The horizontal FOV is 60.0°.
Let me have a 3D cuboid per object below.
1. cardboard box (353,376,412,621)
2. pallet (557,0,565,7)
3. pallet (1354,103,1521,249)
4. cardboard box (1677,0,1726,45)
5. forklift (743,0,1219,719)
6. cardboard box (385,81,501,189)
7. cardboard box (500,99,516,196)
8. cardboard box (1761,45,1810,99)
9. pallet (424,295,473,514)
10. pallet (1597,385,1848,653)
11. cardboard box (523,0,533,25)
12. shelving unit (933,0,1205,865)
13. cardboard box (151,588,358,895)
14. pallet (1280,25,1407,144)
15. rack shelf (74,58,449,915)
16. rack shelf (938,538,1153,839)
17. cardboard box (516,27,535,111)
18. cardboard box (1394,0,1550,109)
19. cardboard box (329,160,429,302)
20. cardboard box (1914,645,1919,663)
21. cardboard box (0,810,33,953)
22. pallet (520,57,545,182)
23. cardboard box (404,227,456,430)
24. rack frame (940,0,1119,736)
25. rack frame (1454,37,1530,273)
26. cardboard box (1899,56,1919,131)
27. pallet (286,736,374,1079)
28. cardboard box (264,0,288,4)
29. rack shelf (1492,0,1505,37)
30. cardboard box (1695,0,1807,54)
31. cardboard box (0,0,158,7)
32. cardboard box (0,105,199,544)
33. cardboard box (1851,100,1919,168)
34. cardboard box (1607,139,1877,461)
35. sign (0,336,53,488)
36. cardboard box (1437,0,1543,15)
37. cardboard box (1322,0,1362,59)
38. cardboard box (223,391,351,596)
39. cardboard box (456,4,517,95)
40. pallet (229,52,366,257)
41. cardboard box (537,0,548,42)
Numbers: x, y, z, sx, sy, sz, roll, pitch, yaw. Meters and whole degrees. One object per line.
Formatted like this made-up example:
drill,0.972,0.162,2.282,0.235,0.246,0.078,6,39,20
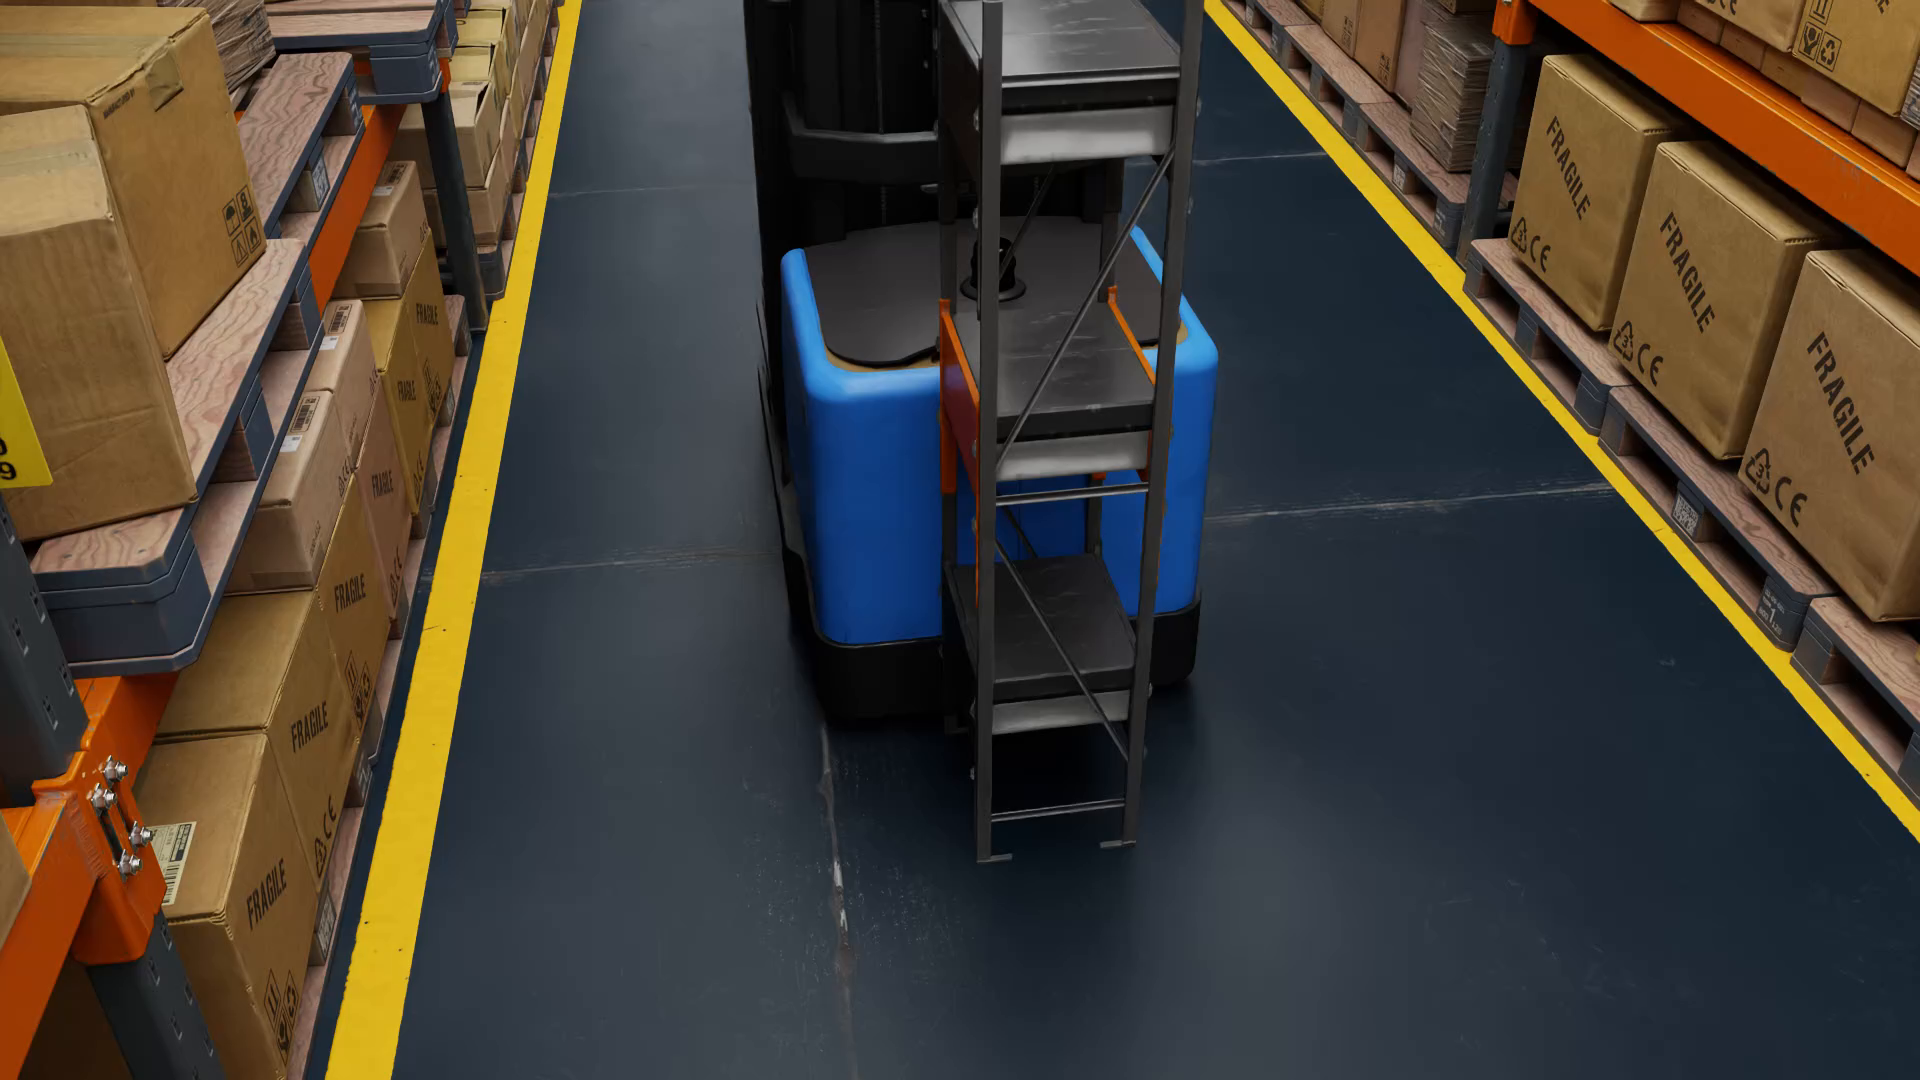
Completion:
cardboard box,-1.828,-0.098,4.559,0.500,0.500,0.500,-6,35,-8
pallet,-2.936,-3.561,10.288,1.003,0.211,1.213,-4,35,-6
pallet,2.472,-1.696,7.551,1.003,0.211,1.213,-4,35,-6
cardboard box,2.523,-1.688,5.269,0.380,0.149,0.250,-5,35,-7
forklift,-0.105,-1.557,4.931,1.130,2.935,3.031,-6,35,-8
cardboard box,-2.112,-1.618,6.531,0.500,0.311,0.500,-3,34,-5
cardboard box,-2.181,-1.667,7.101,0.500,0.250,0.500,-5,35,-8
cardboard box,2.591,-1.399,4.845,0.380,0.149,0.250,-4,34,-6
pallet,-2.270,-0.463,5.742,1.003,0.211,1.213,-4,35,-6
pallet,2.768,-0.135,5.260,1.003,0.211,1.213,-4,35,-6
cardboard box,-2.391,-2.763,8.211,0.500,0.311,0.500,-4,35,-7
shelving unit,0.196,-0.228,3.720,0.431,2.100,0.503,-6,35,-8
cardboard box,-1.701,0.464,3.735,0.500,0.500,0.500,-4,34,-6
pallet,2.311,-2.375,8.548,1.003,0.211,1.213,-4,35,-6
rack shelf,-2.064,-0.621,4.137,1.077,0.370,4.000,-4,35,-6
rack shelf,0.196,0.362,4.122,0.431,0.518,0.480,-6,35,-8
cardboard box,-2.325,-2.243,7.946,0.500,0.250,0.500,-4,34,-5
cardboard box,2.473,-2.255,7.724,0.700,0.500,0.500,-4,35,-6
cardboard box,-1.963,-0.958,5.155,0.500,0.250,0.500,-3,34,-5
cardboard box,2.897,0.182,3.855,0.750,0.750,0.750,-4,34,-6
cardboard box,-1.473,0.416,1.887,0.500,0.500,0.500,-4,34,-6
pallet,-2.566,-2.024,8.032,1.003,0.211,1.213,-4,35,-6
cardboard box,-1.974,-0.679,5.412,0.500,0.500,0.500,-3,34,-5
rack frame,0.155,-0.364,3.919,0.400,2.100,0.015,-6,35,-8
rack frame,2.575,-2.412,6.125,1.000,3.000,0.127,-4,35,-6
cardboard box,2.664,-1.156,3.911,0.500,0.500,0.500,-4,35,-6
pallet,-1.942,0.899,3.744,1.003,0.211,1.213,-4,35,-6
cardboard box,-2.136,-1.906,4.922,0.700,0.500,0.500,-16,37,-22
rack shelf,2.307,-3.231,7.966,1.077,0.370,4.000,-4,35,-6
cardboard box,2.514,-1.724,4.745,0.500,0.500,0.500,-5,35,-7
cardboard box,-2.093,-0.998,3.590,0.700,0.500,0.500,-13,36,-18
cardboard box,-1.637,-0.299,2.563,0.700,0.500,0.500,-16,37,-22
cardboard box,2.636,-1.113,4.424,0.380,0.149,0.250,-3,34,-5
cardboard box,2.656,-0.787,5.278,0.750,0.750,0.750,-5,35,-7
sign,-1.258,-0.205,2.119,0.100,0.325,0.005,-4,35,-6
cardboard box,2.412,-2.591,7.552,0.500,0.250,0.500,-4,34,-5
cardboard box,2.301,-2.811,8.540,0.700,0.500,0.500,-4,34,-6
cardboard box,-1.753,-0.108,3.907,0.500,0.250,0.500,-4,35,-6
cardboard box,-2.257,-2.195,7.379,0.500,0.311,0.500,-5,35,-8
pallet,-2.067,-0.870,4.034,1.003,0.211,1.213,-4,35,-6
cardboard box,-2.461,-2.812,8.782,0.500,0.250,0.500,-5,35,-7
